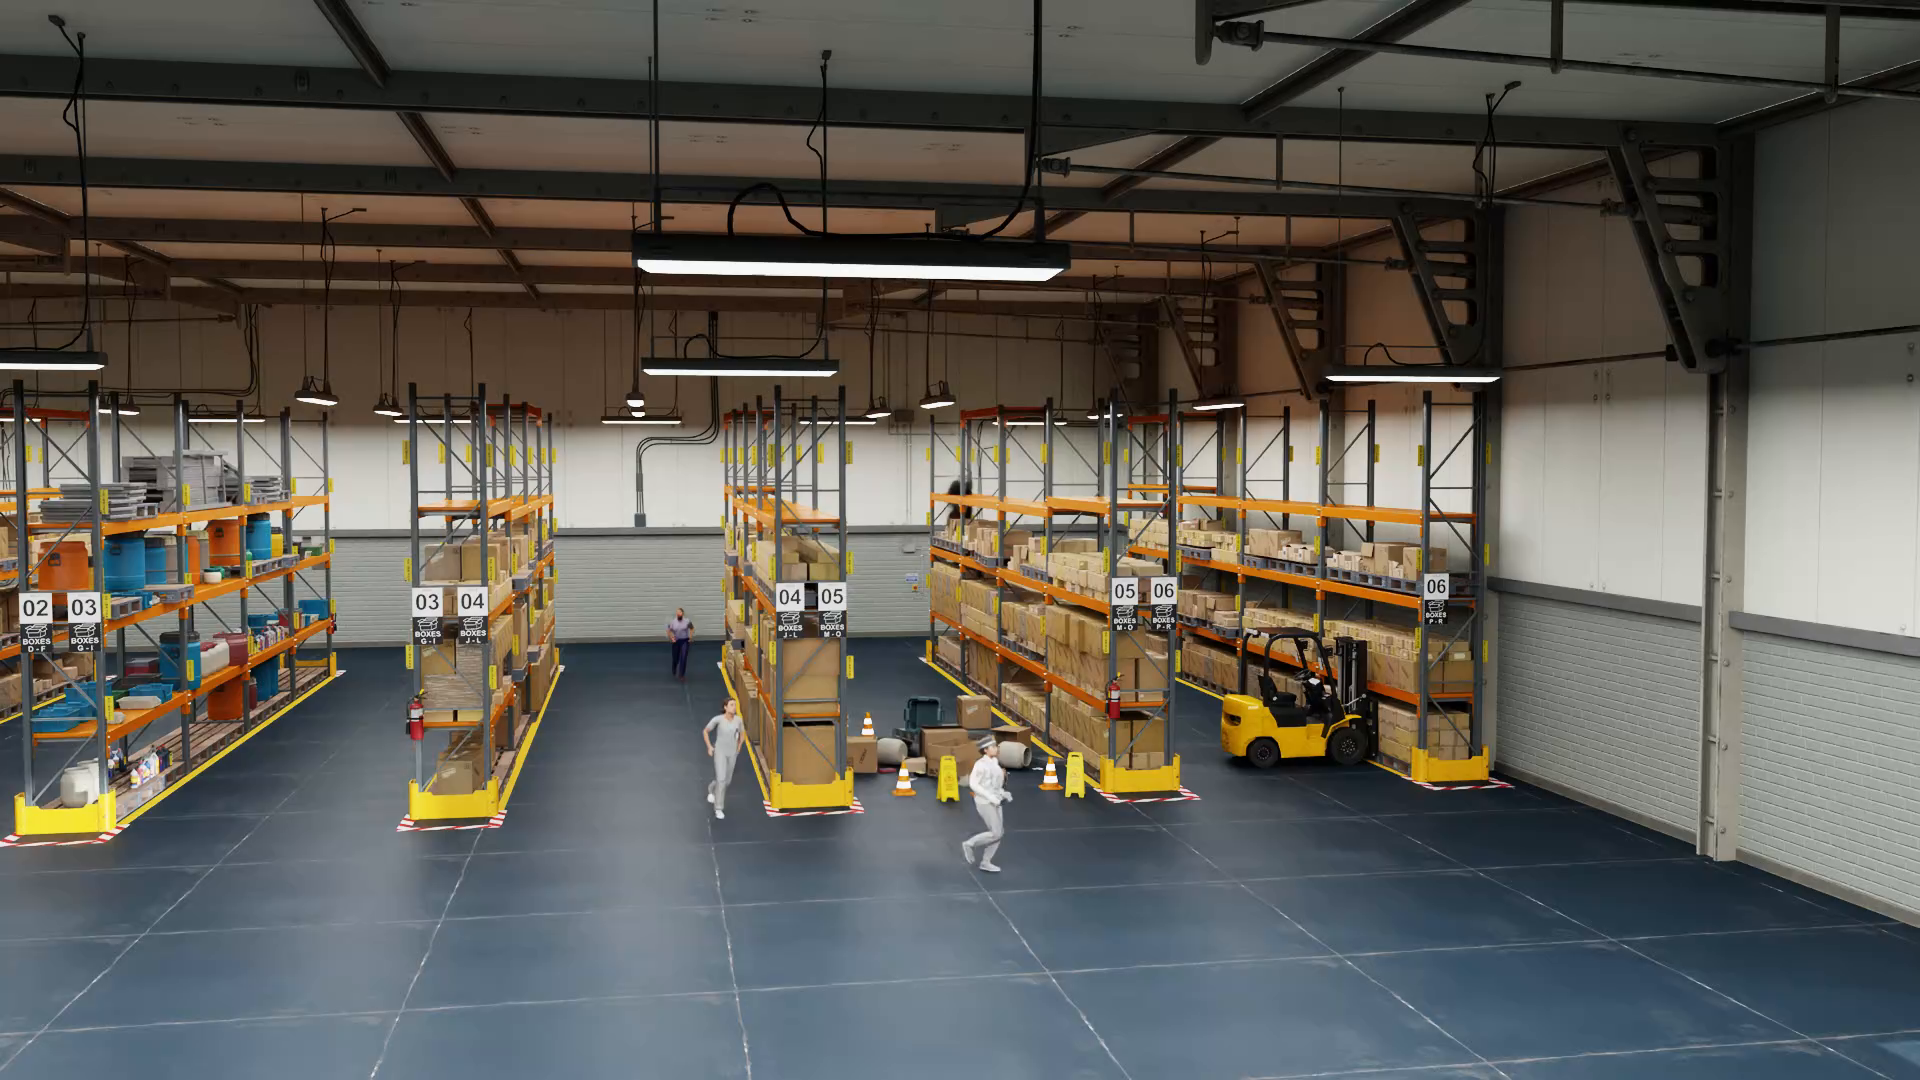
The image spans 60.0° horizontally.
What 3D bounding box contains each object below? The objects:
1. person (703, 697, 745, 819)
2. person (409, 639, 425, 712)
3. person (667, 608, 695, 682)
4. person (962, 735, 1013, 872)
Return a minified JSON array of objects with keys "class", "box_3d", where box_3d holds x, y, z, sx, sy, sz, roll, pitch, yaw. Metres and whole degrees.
[{"class":"person","box_3d":[-3.301,3.019,23.346,0.600,1.649,0.787,-2,3,-29]},{"class":"person","box_3d":[-10.333,2.478,32.208,0.710,1.790,1.043,-1,3,-12]},{"class":"person","box_3d":[-6.223,2.329,37.113,0.613,1.640,0.753,0,3,-8]},{"class":"person","box_3d":[0.322,3.158,20.027,0.543,1.652,0.601,1,3,24]}]
